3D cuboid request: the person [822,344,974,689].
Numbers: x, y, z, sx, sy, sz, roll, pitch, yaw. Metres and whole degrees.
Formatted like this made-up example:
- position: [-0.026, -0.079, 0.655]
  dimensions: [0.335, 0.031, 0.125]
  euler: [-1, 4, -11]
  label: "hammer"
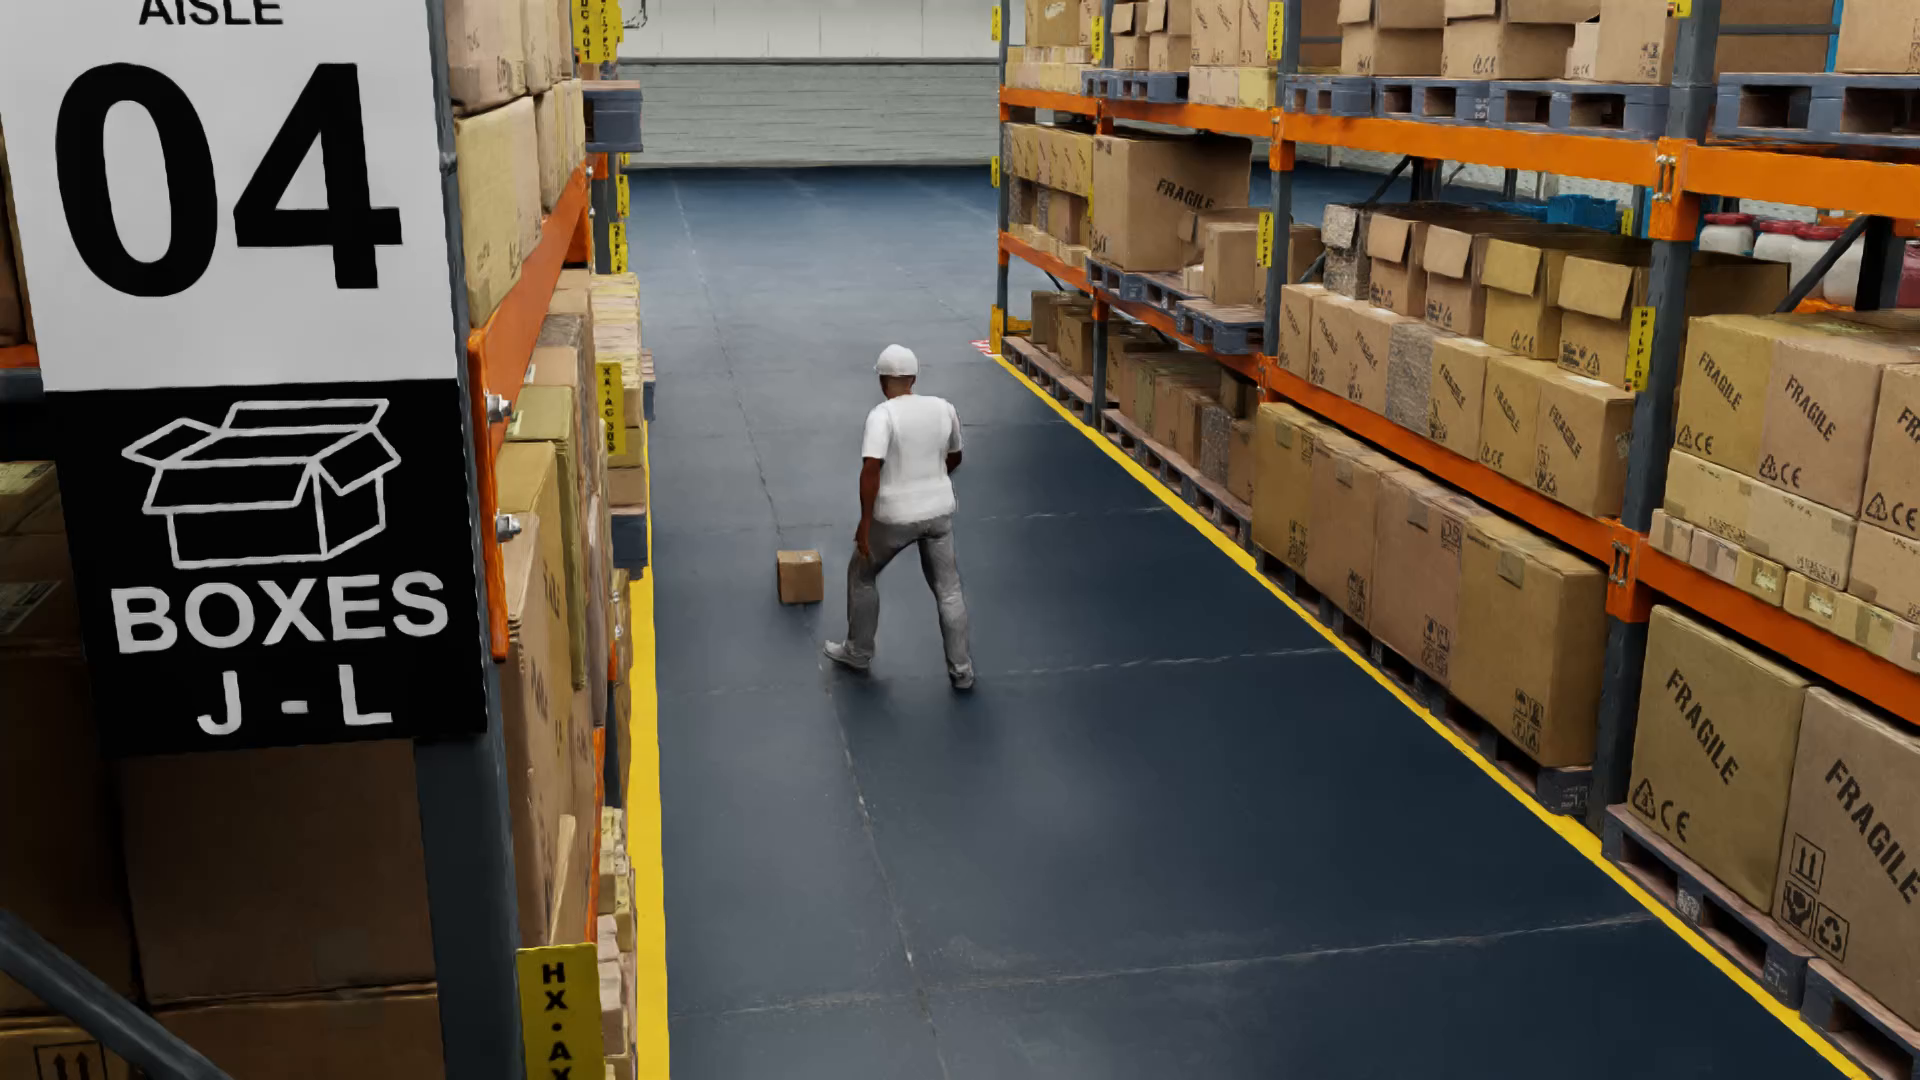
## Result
- position: [-0.263, -0.133, 8.497]
  dimensions: [0.701, 1.706, 0.789]
  euler: [-9, 18, -28]
  label: "person"
